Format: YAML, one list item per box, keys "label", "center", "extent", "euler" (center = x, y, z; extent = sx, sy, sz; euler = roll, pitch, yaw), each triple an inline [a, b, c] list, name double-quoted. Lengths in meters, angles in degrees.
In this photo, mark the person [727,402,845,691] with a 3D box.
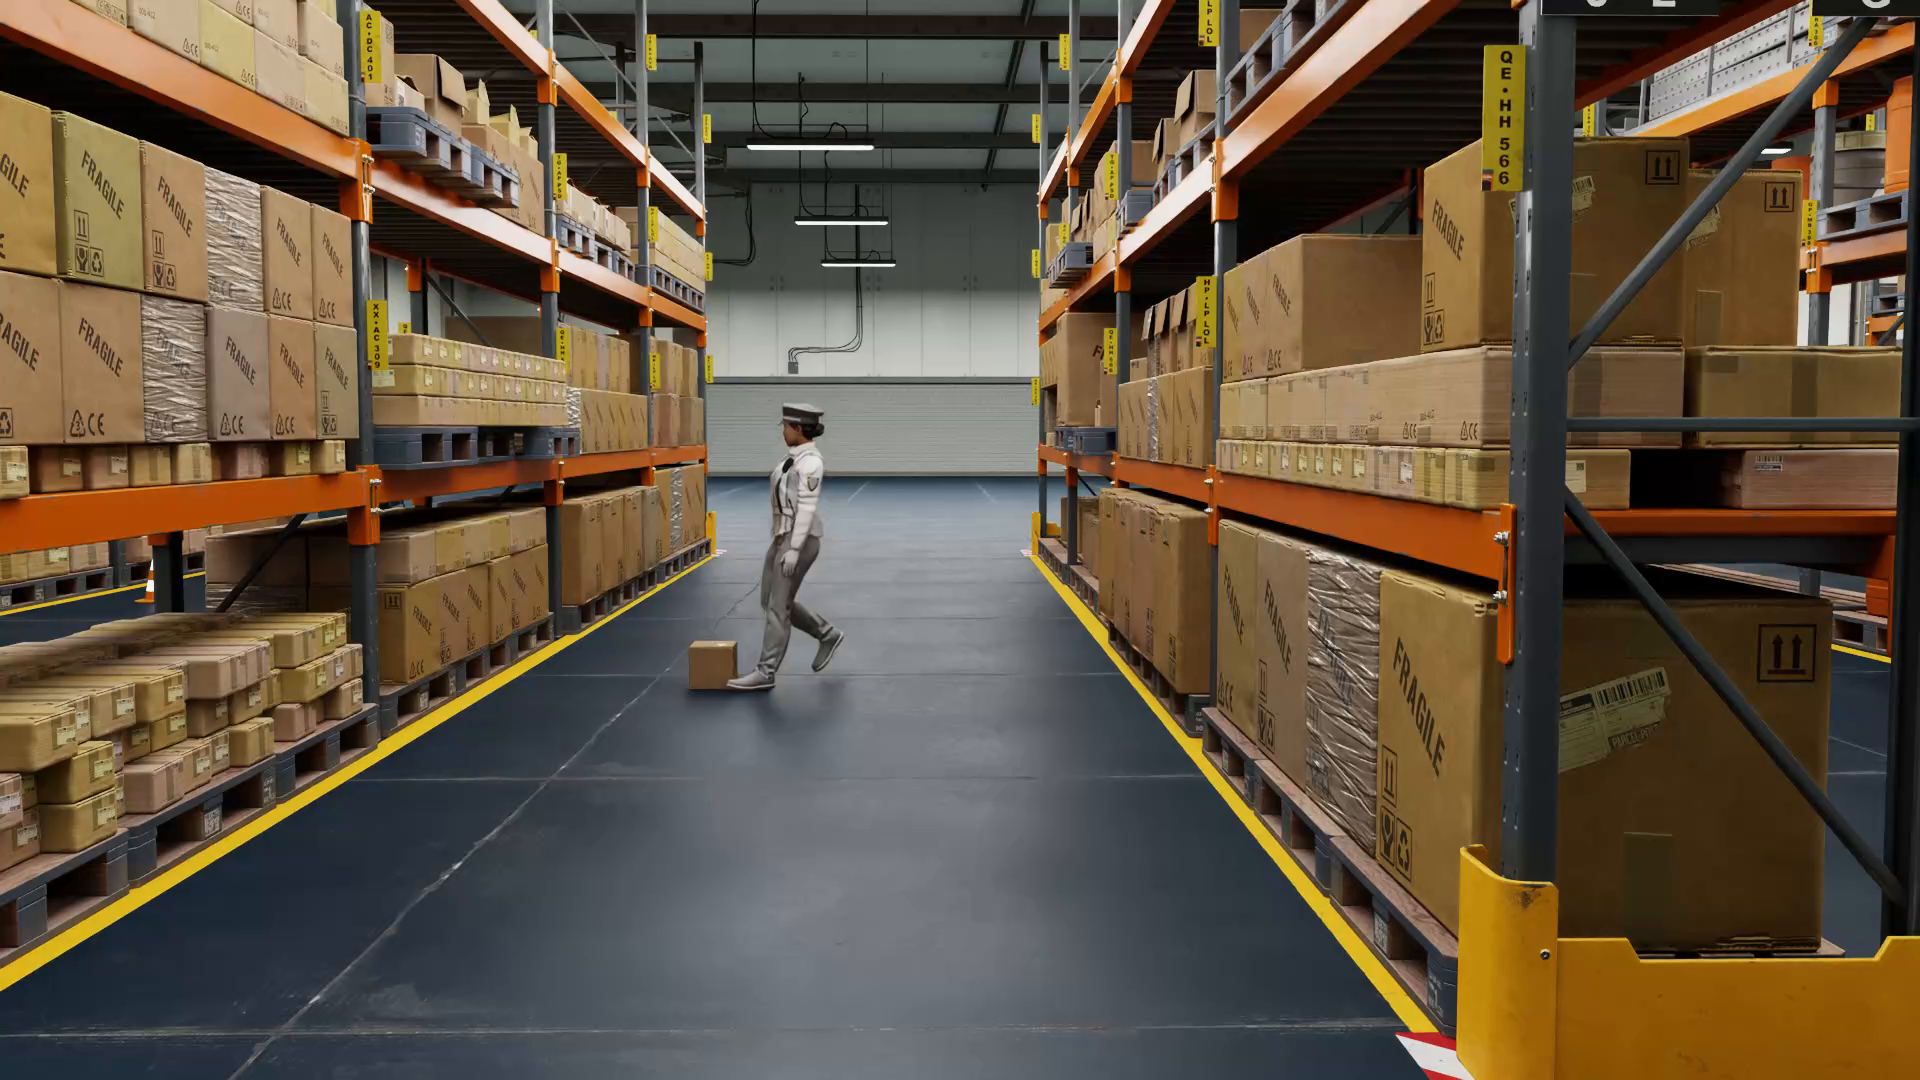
- label: "person"
  center: [-1.002, 0.024, 9.622]
  extent: [0.743, 1.645, 0.518]
  euler: [-1, 4, -18]
